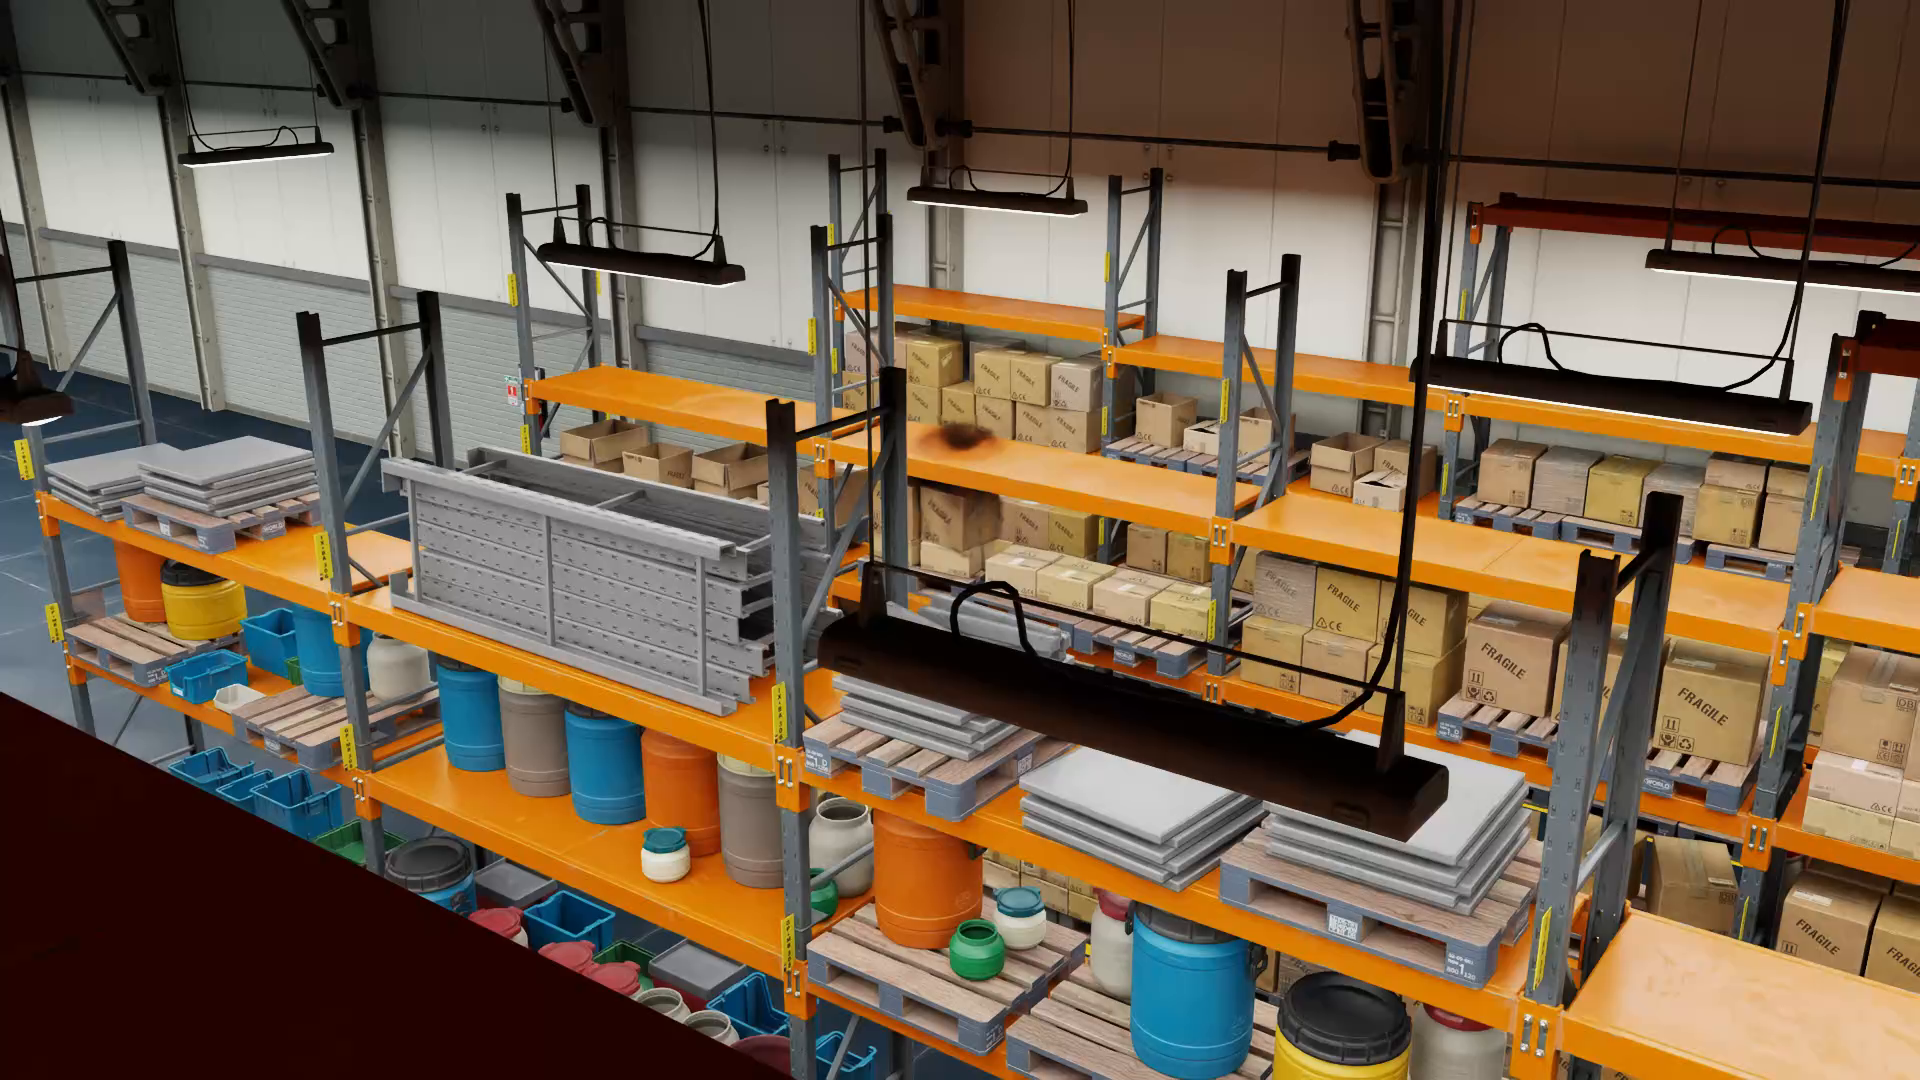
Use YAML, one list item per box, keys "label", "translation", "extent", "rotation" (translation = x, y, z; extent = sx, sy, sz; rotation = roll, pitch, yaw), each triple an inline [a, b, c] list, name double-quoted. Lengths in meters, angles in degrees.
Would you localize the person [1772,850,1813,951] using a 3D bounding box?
- label: "person"
  translation: [6.921, 2.785, 14.118]
  extent: [0.529, 1.748, 0.577]
  rotation: [-13, 23, -34]
